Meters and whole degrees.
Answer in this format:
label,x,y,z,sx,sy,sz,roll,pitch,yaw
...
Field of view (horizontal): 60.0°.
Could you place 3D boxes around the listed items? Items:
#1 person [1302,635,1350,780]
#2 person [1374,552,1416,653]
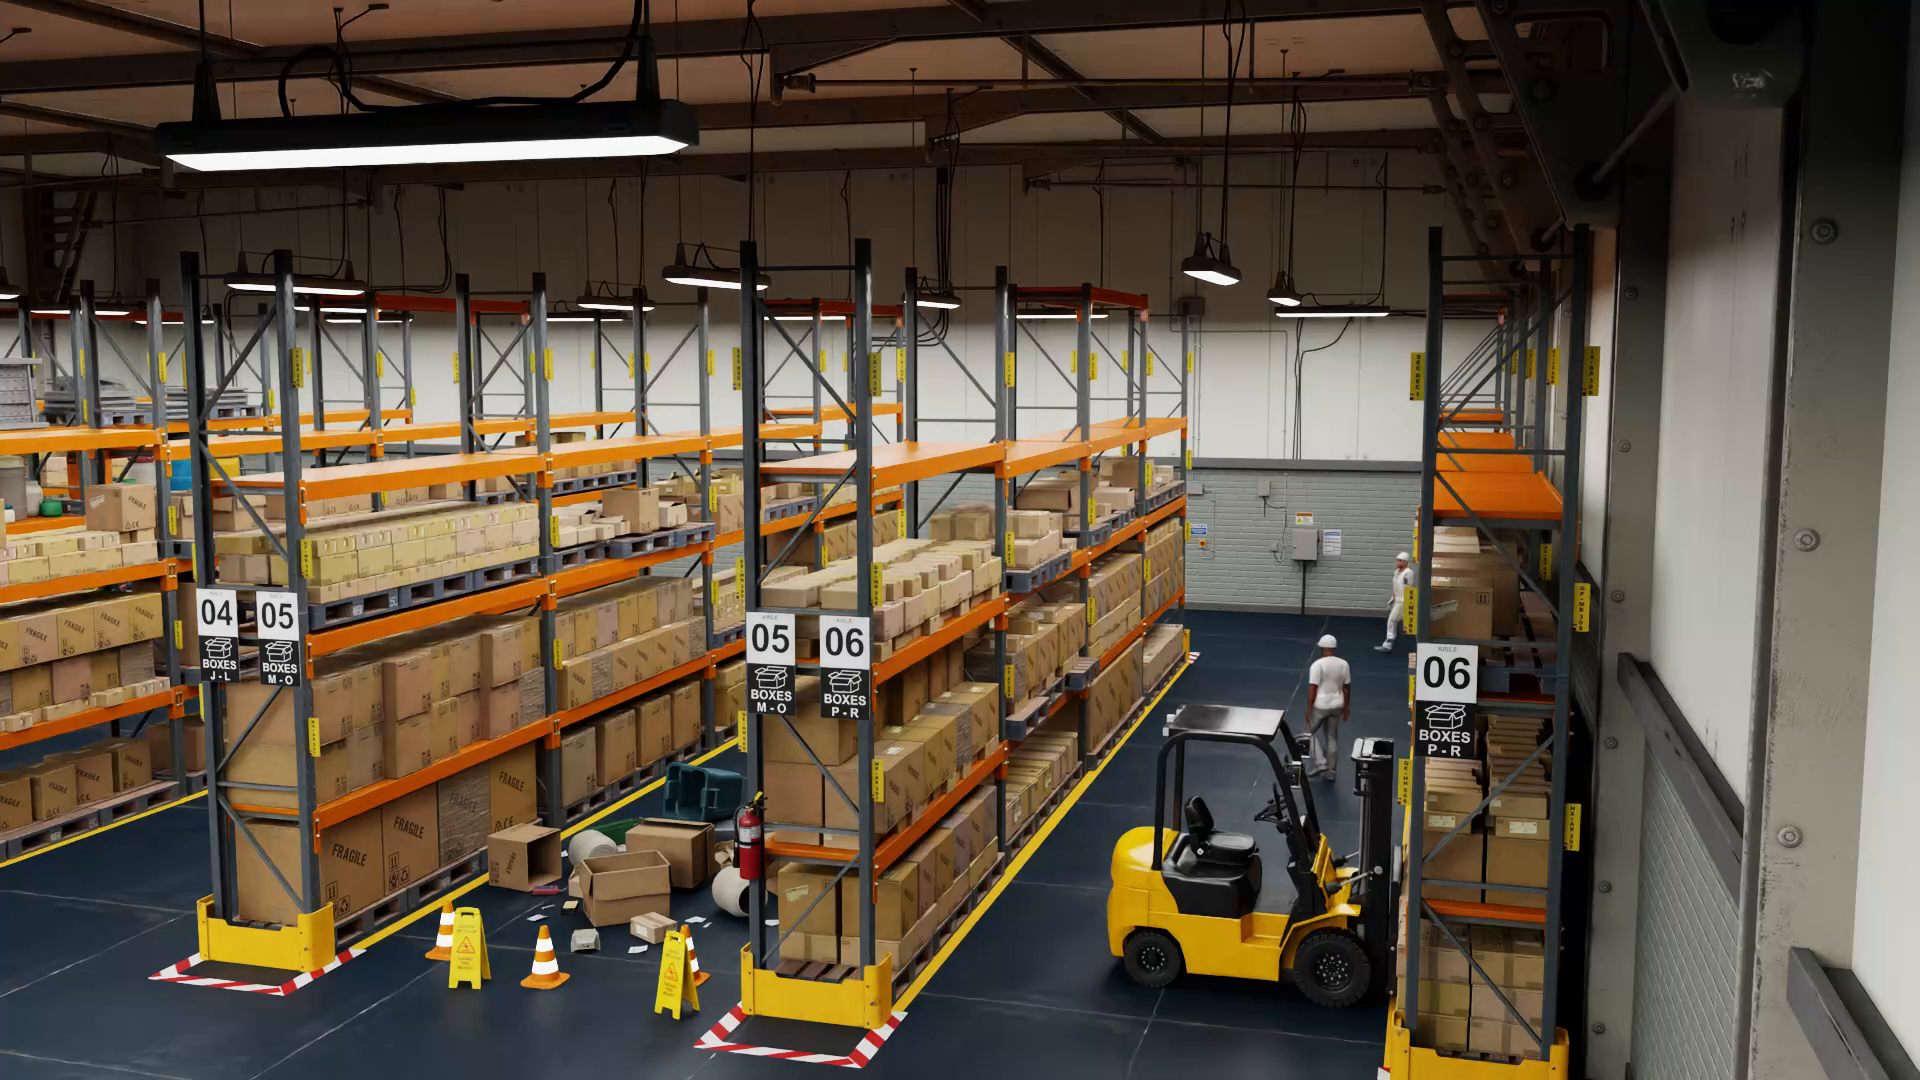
label,x,y,z,sx,sy,sz,roll,pitch,yaw
person,4.465,2.035,20.185,0.616,1.767,0.467,-2,7,-19
person,7.706,1.075,28.782,1.034,1.754,0.505,1,6,9
